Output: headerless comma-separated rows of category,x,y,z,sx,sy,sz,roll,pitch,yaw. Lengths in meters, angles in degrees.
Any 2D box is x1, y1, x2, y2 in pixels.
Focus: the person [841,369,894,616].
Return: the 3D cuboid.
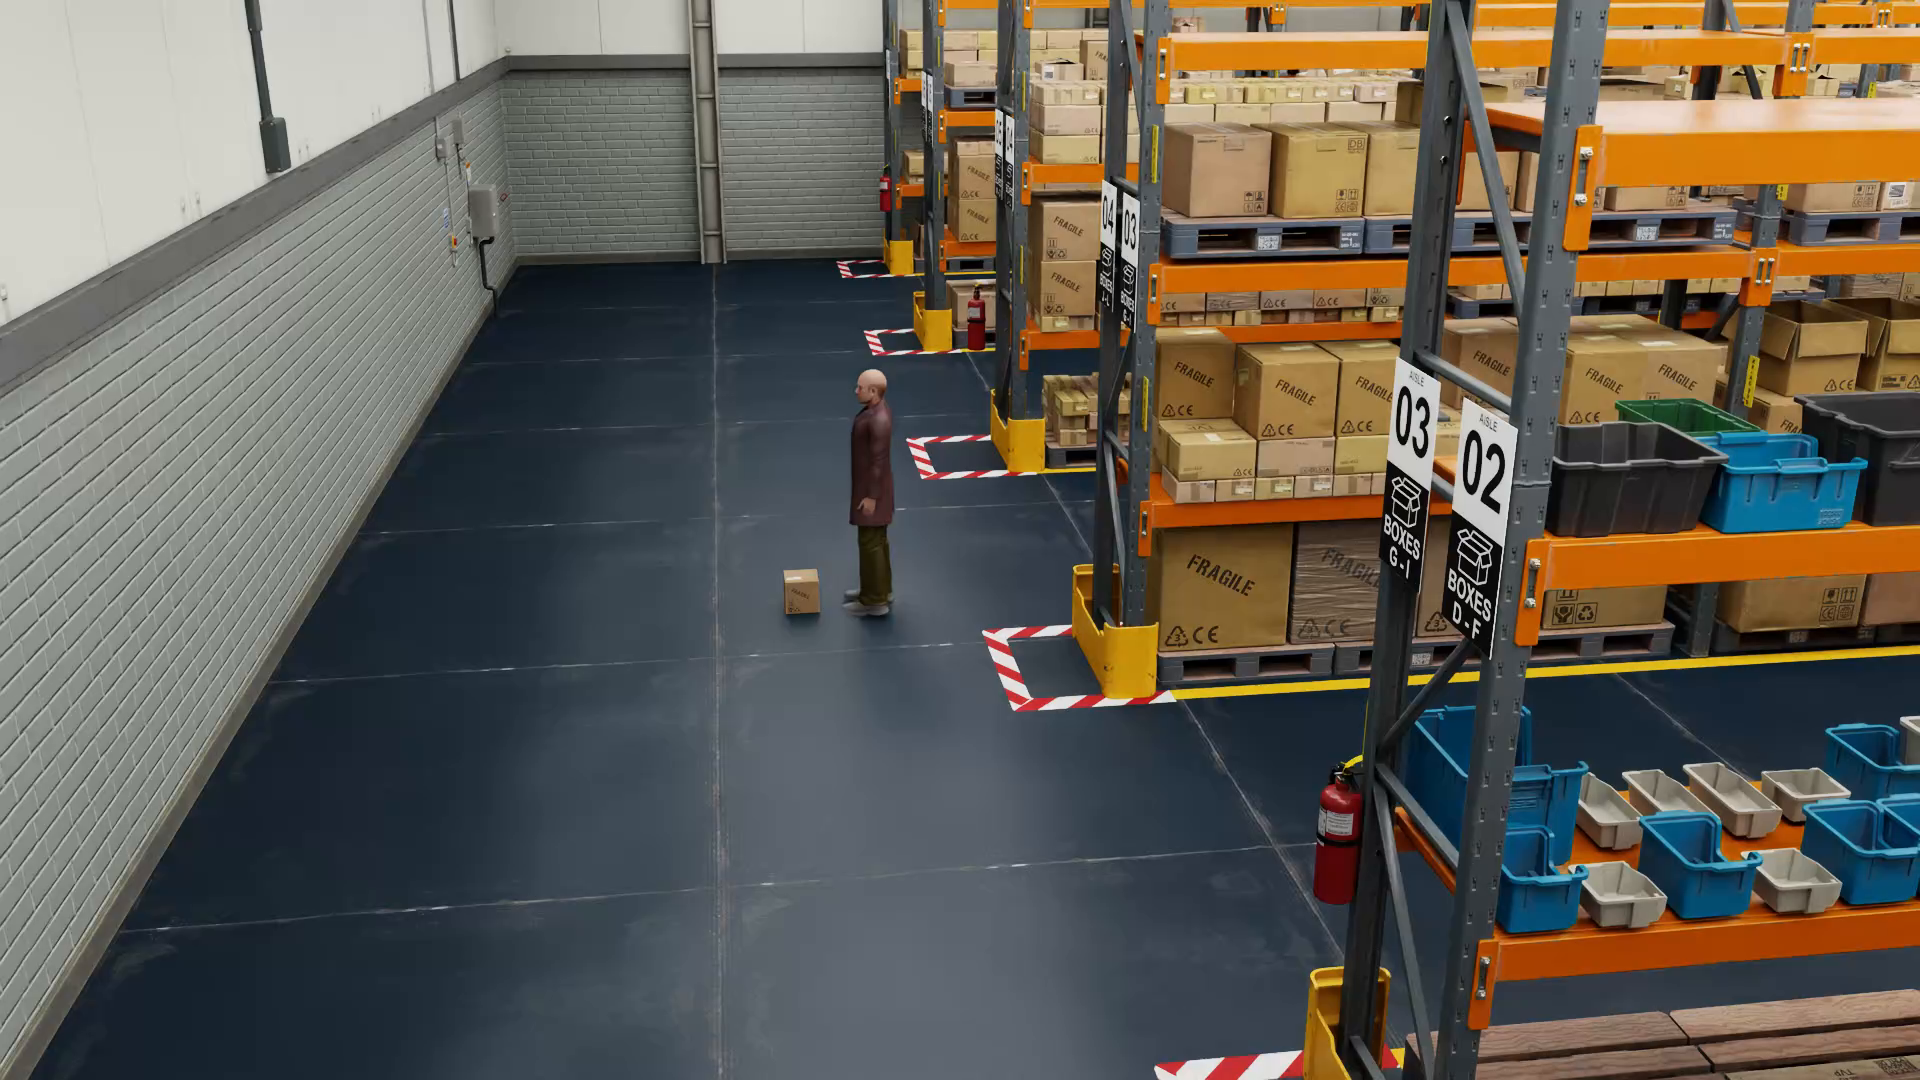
person,-0.684,-0.364,12.109,0.410,1.796,0.624,-1,20,-3
